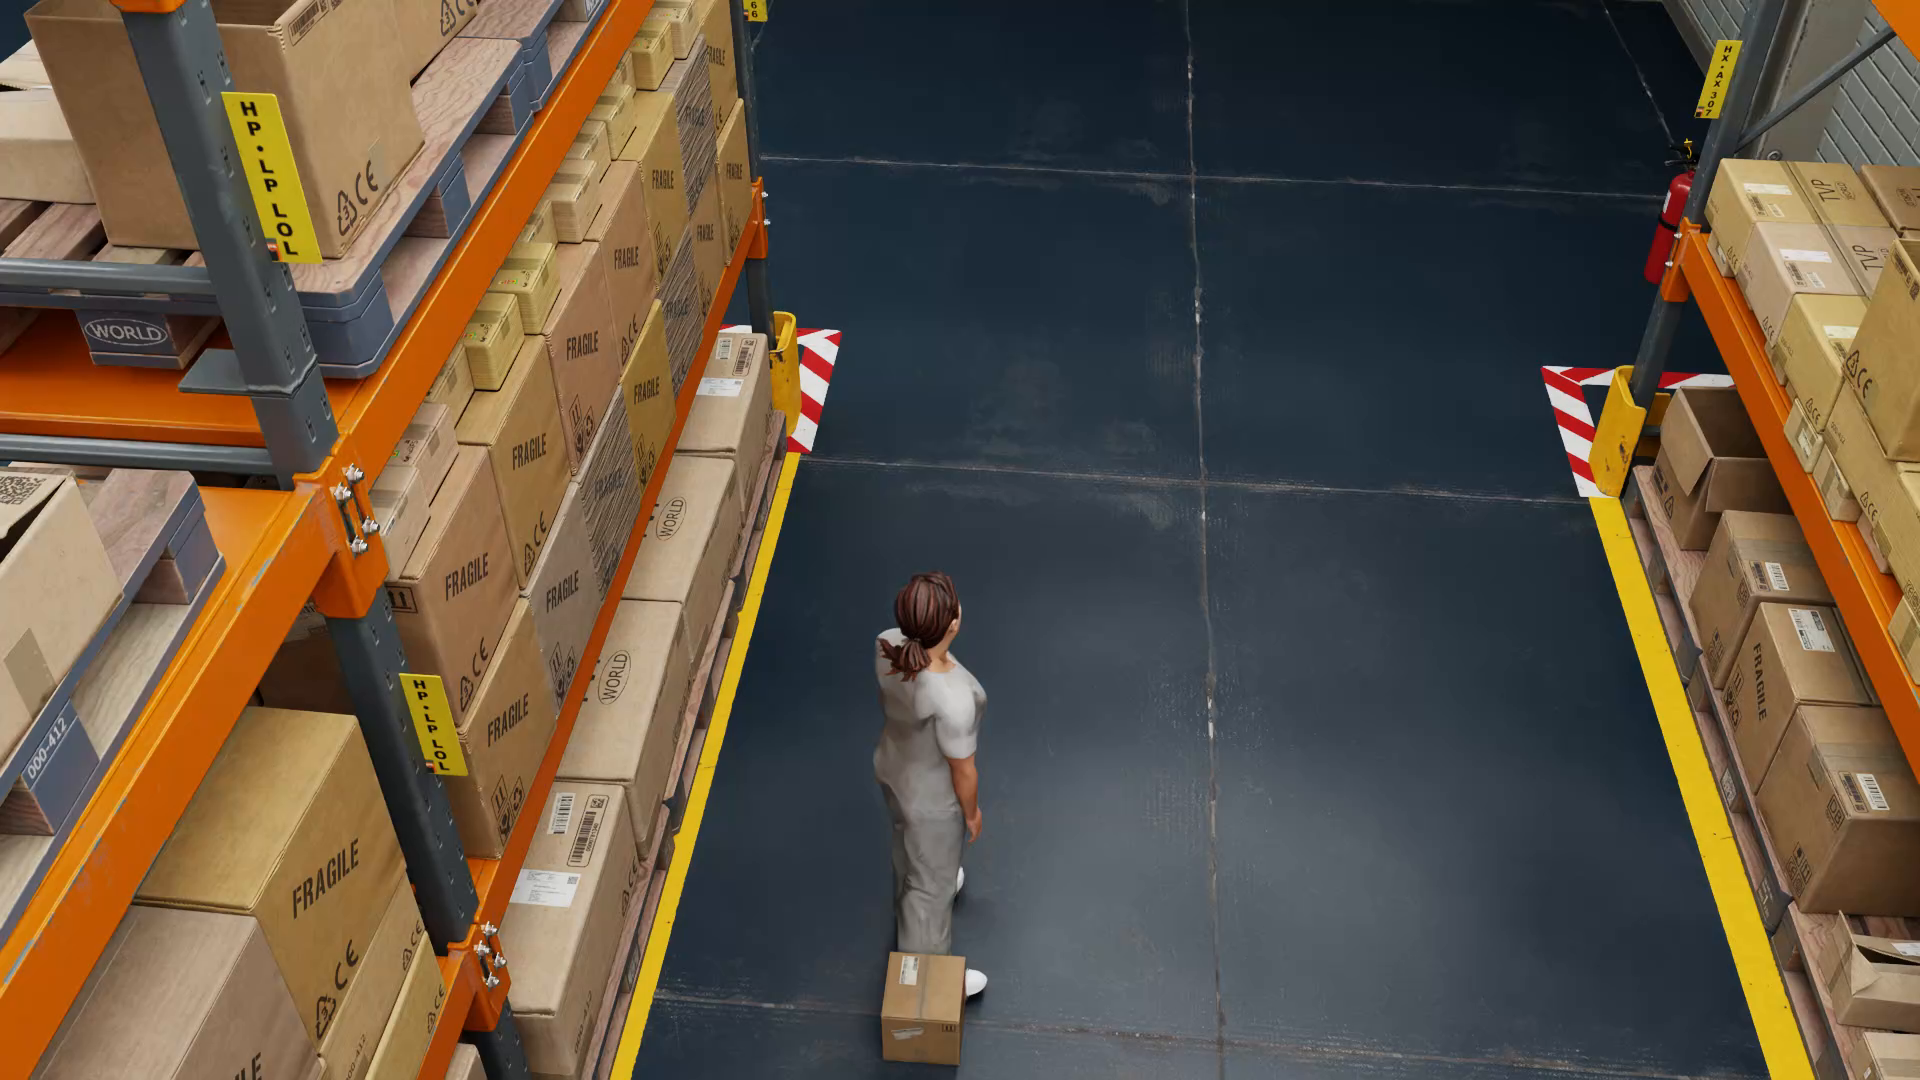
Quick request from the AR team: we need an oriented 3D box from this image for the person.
[{"bbox_3d":[-0.077,0.751,5.230,0.428,1.675,0.526,-22,45,-24],"label":"person"}]
